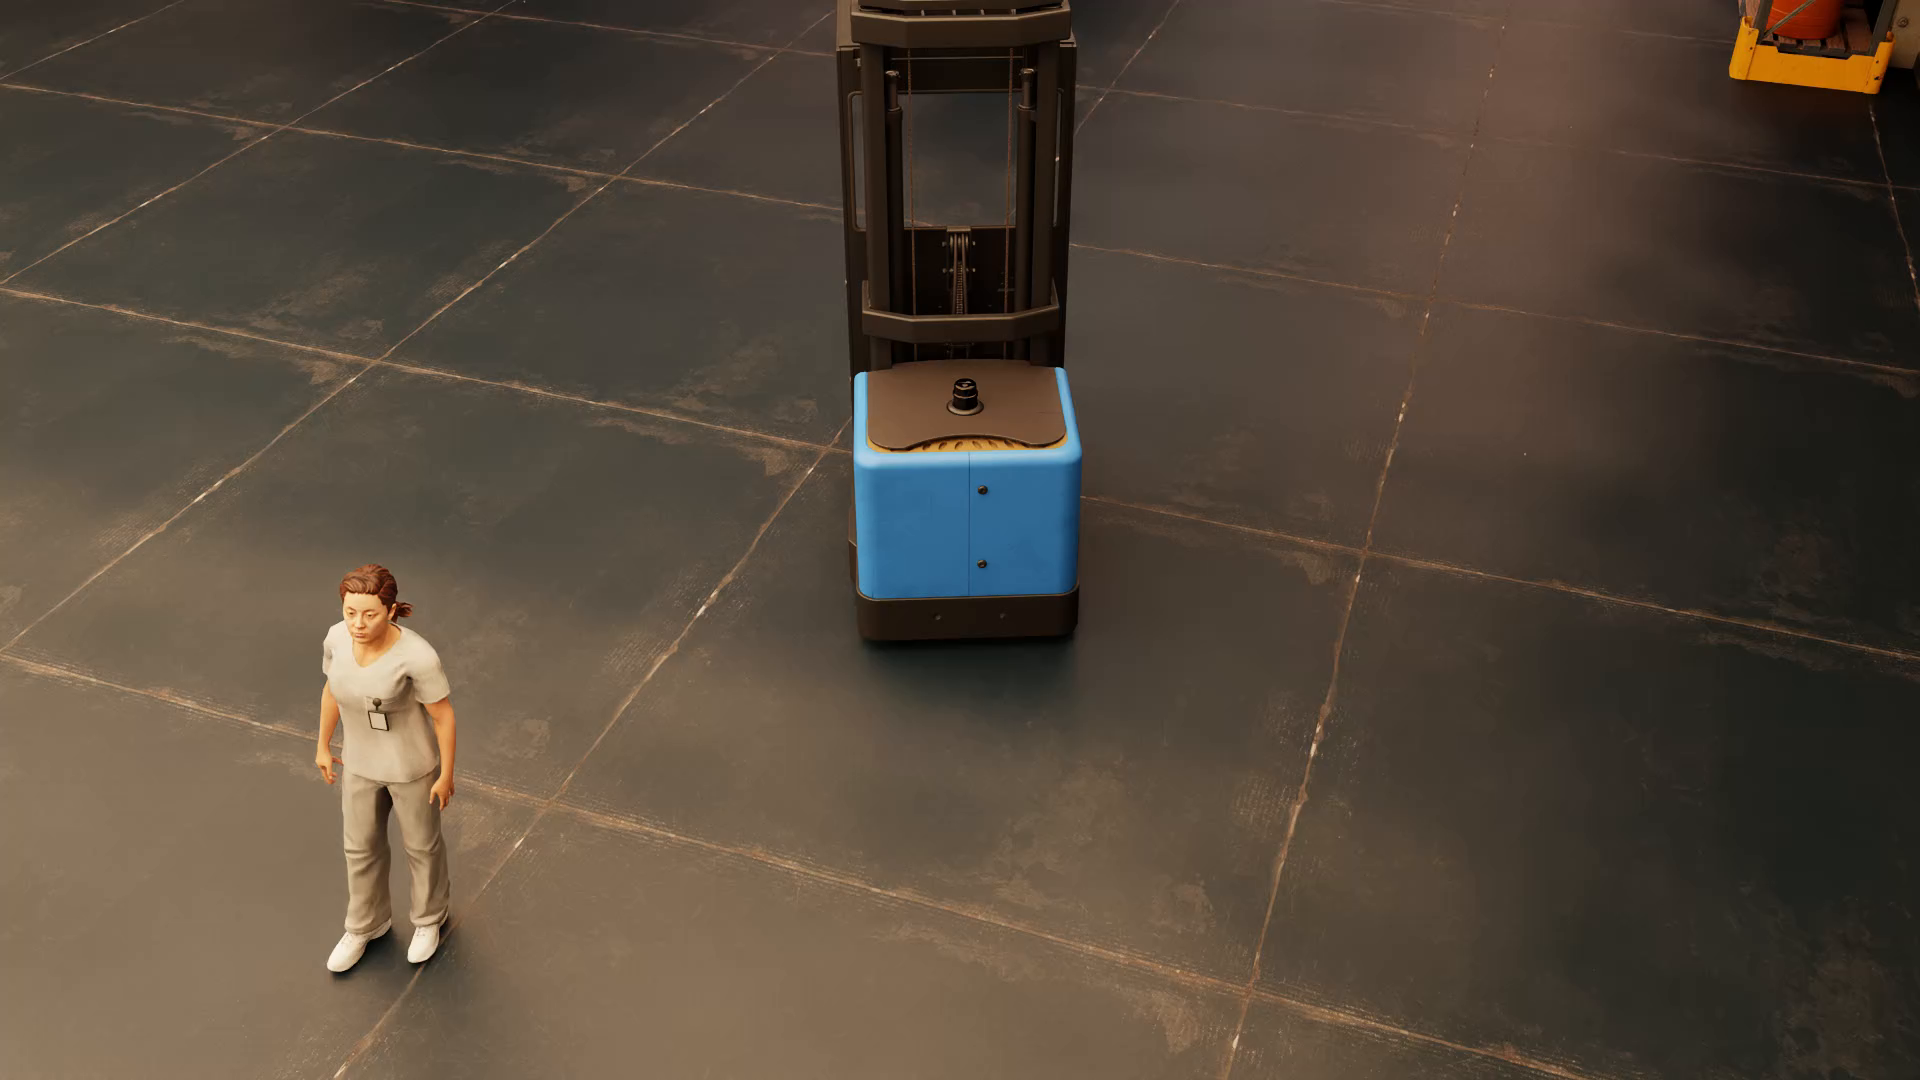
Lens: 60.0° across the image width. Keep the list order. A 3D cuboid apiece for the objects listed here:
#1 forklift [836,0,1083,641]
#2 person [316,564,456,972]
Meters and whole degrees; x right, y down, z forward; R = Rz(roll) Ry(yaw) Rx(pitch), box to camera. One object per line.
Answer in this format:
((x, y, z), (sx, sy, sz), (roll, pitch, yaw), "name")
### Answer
((-0.029, -1.547, 8.293), (1.130, 2.935, 3.031), (-2, 35, -2), "forklift")
((-2.084, 0.852, 5.991), (0.550, 1.663, 0.548), (8, 36, 11), "person")
